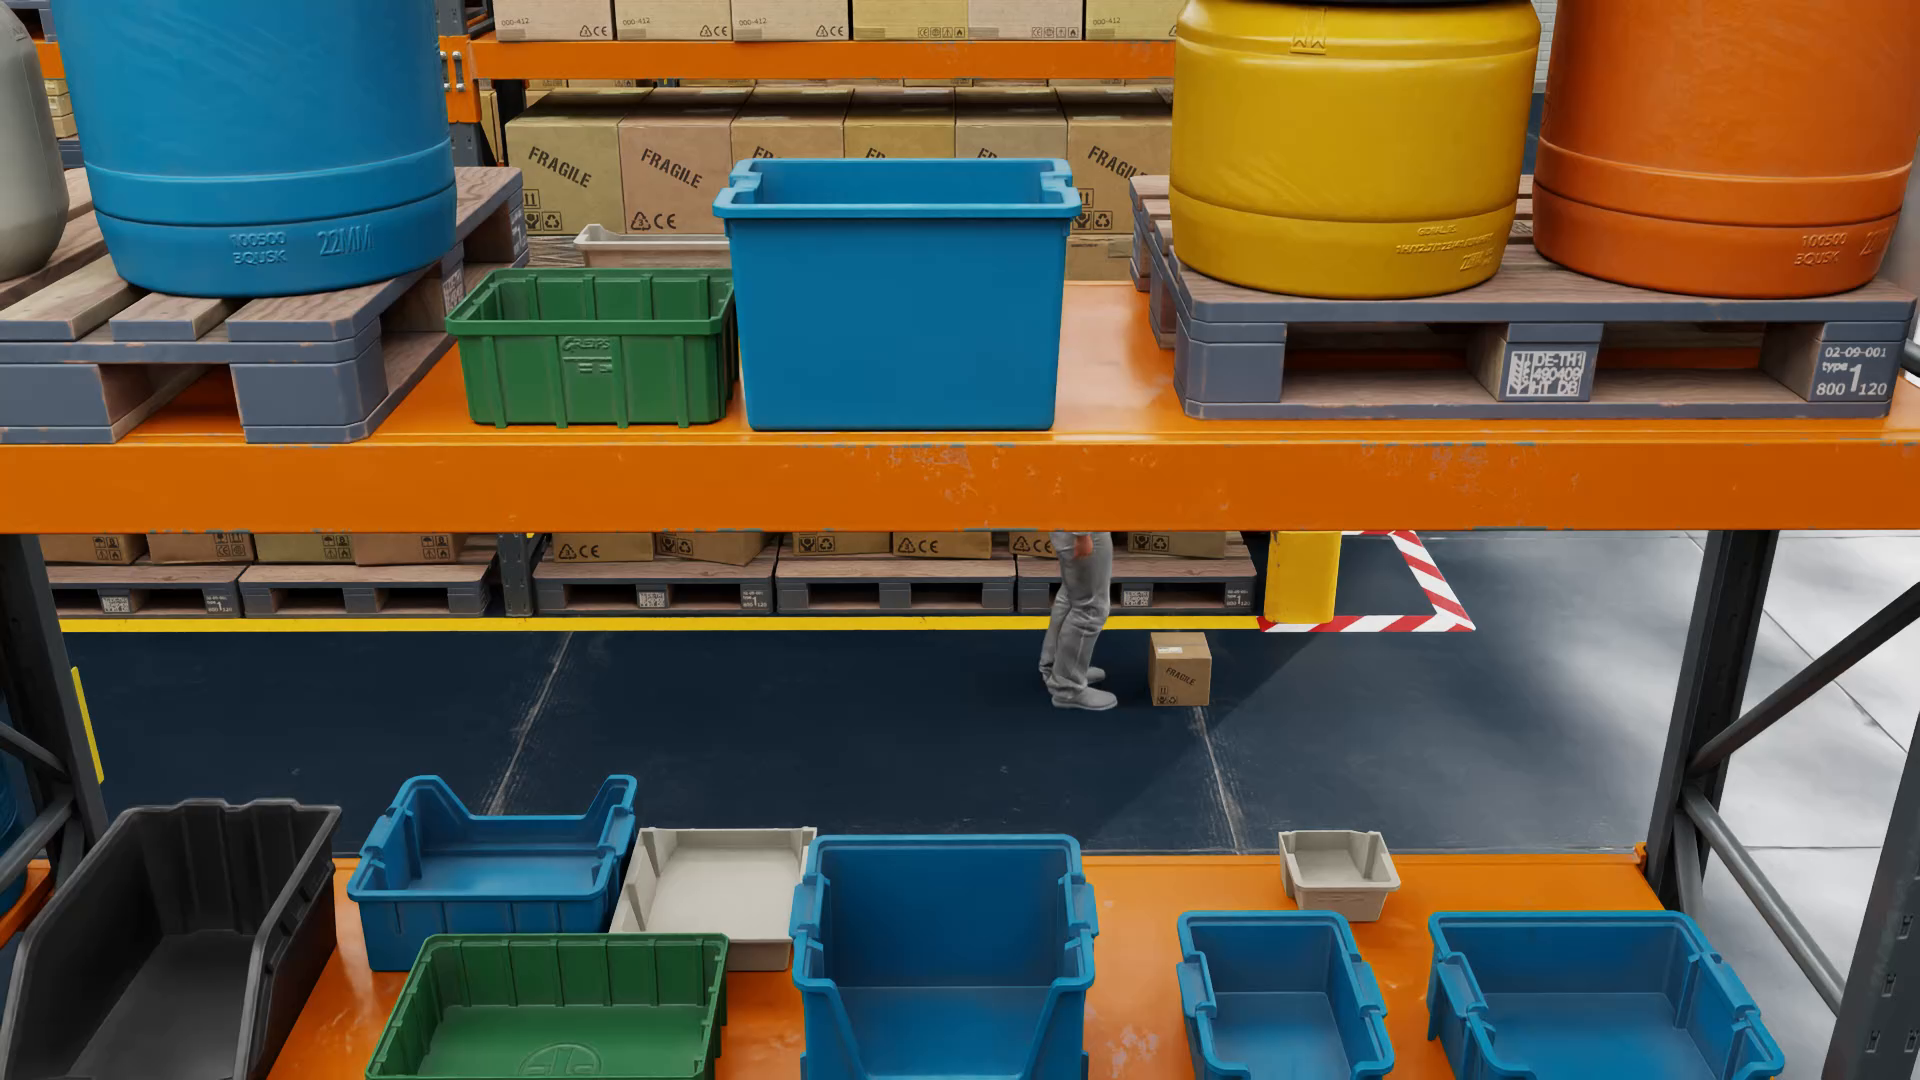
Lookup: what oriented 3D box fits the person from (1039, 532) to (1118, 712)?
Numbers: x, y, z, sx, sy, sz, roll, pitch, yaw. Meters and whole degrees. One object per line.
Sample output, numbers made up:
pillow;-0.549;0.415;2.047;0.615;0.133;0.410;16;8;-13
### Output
person;0.535;-0.108;7.331;0.360;1.776;0.536;0;24;0
